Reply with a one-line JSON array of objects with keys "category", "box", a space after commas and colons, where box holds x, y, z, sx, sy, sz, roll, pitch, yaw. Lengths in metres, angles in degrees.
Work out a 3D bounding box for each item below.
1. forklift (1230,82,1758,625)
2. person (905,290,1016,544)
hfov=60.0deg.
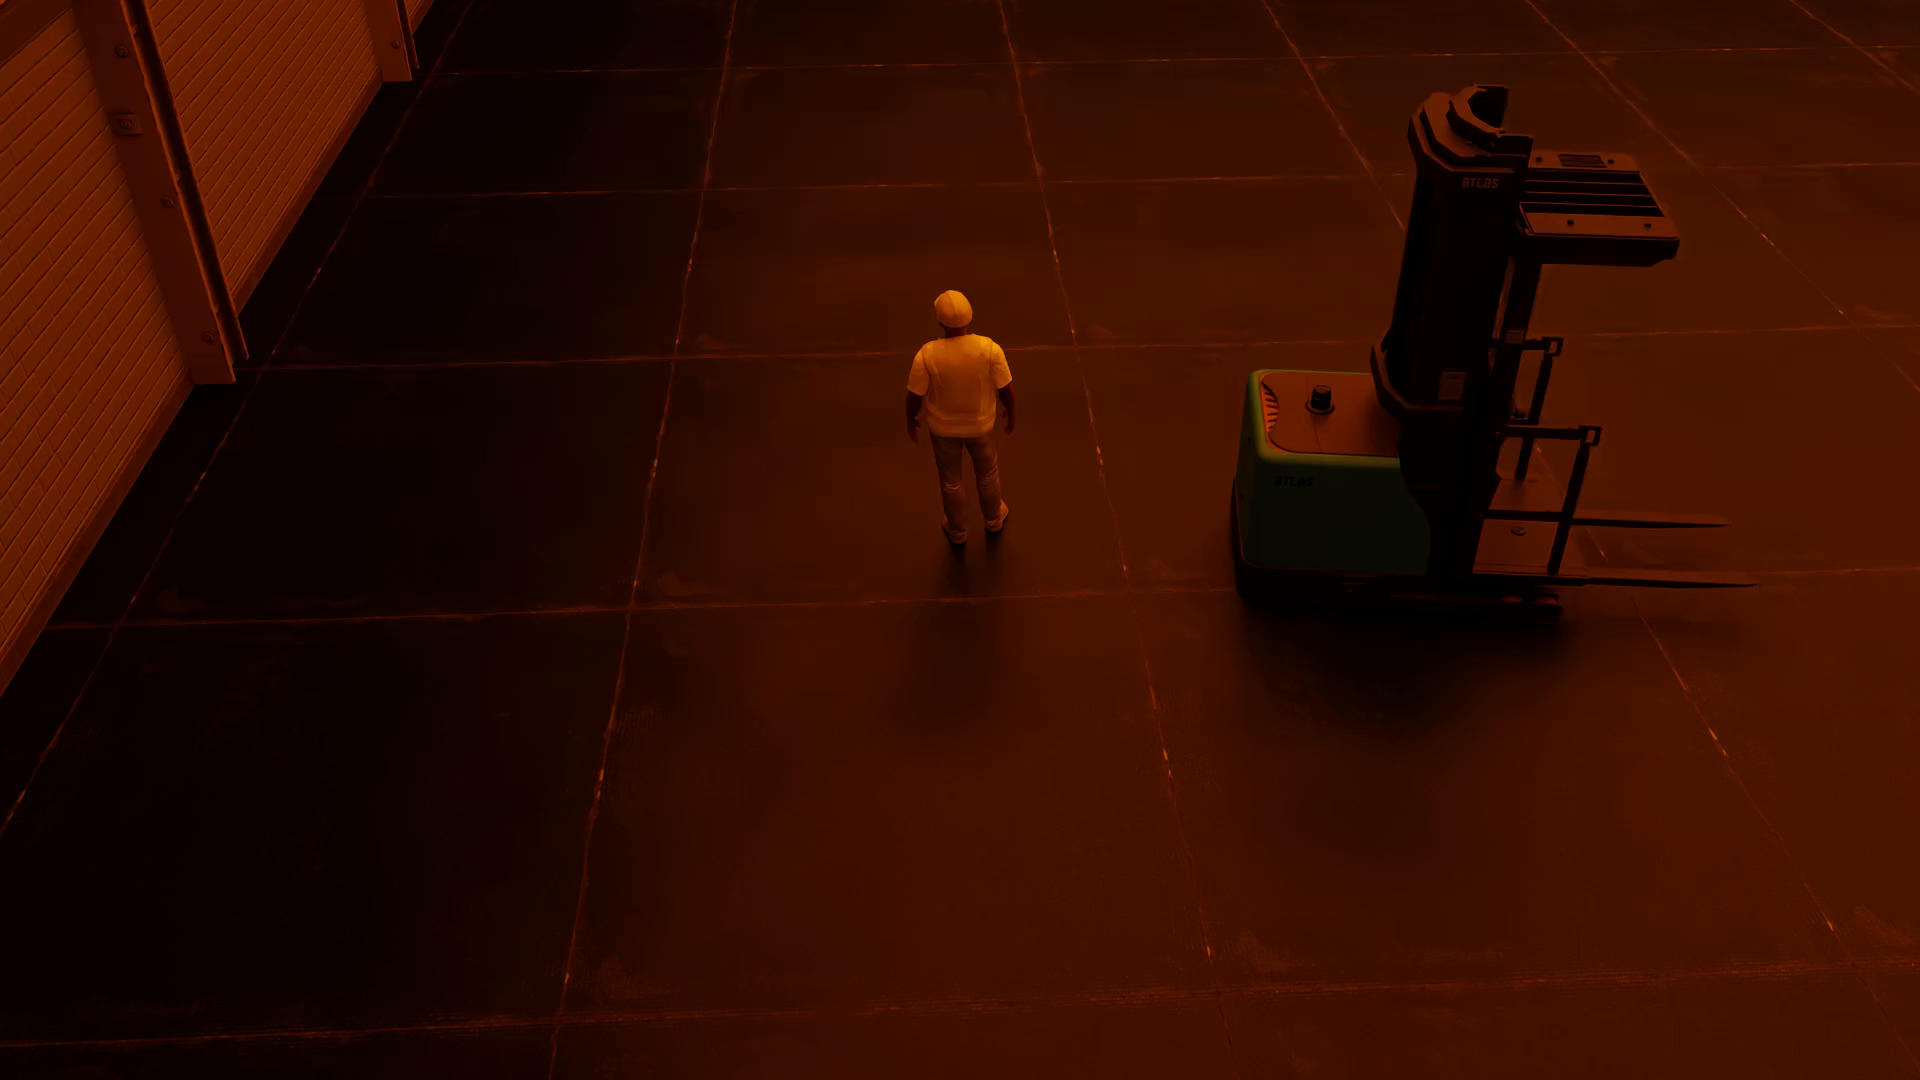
[{"category": "forklift", "box": [3.209, -1.013, 9.401, 3.031, 2.935, 1.130, 3, 36, 4]}, {"category": "person", "box": [0.003, -0.761, 10.032, 0.665, 1.765, 0.577, -2, 36, -2]}]
